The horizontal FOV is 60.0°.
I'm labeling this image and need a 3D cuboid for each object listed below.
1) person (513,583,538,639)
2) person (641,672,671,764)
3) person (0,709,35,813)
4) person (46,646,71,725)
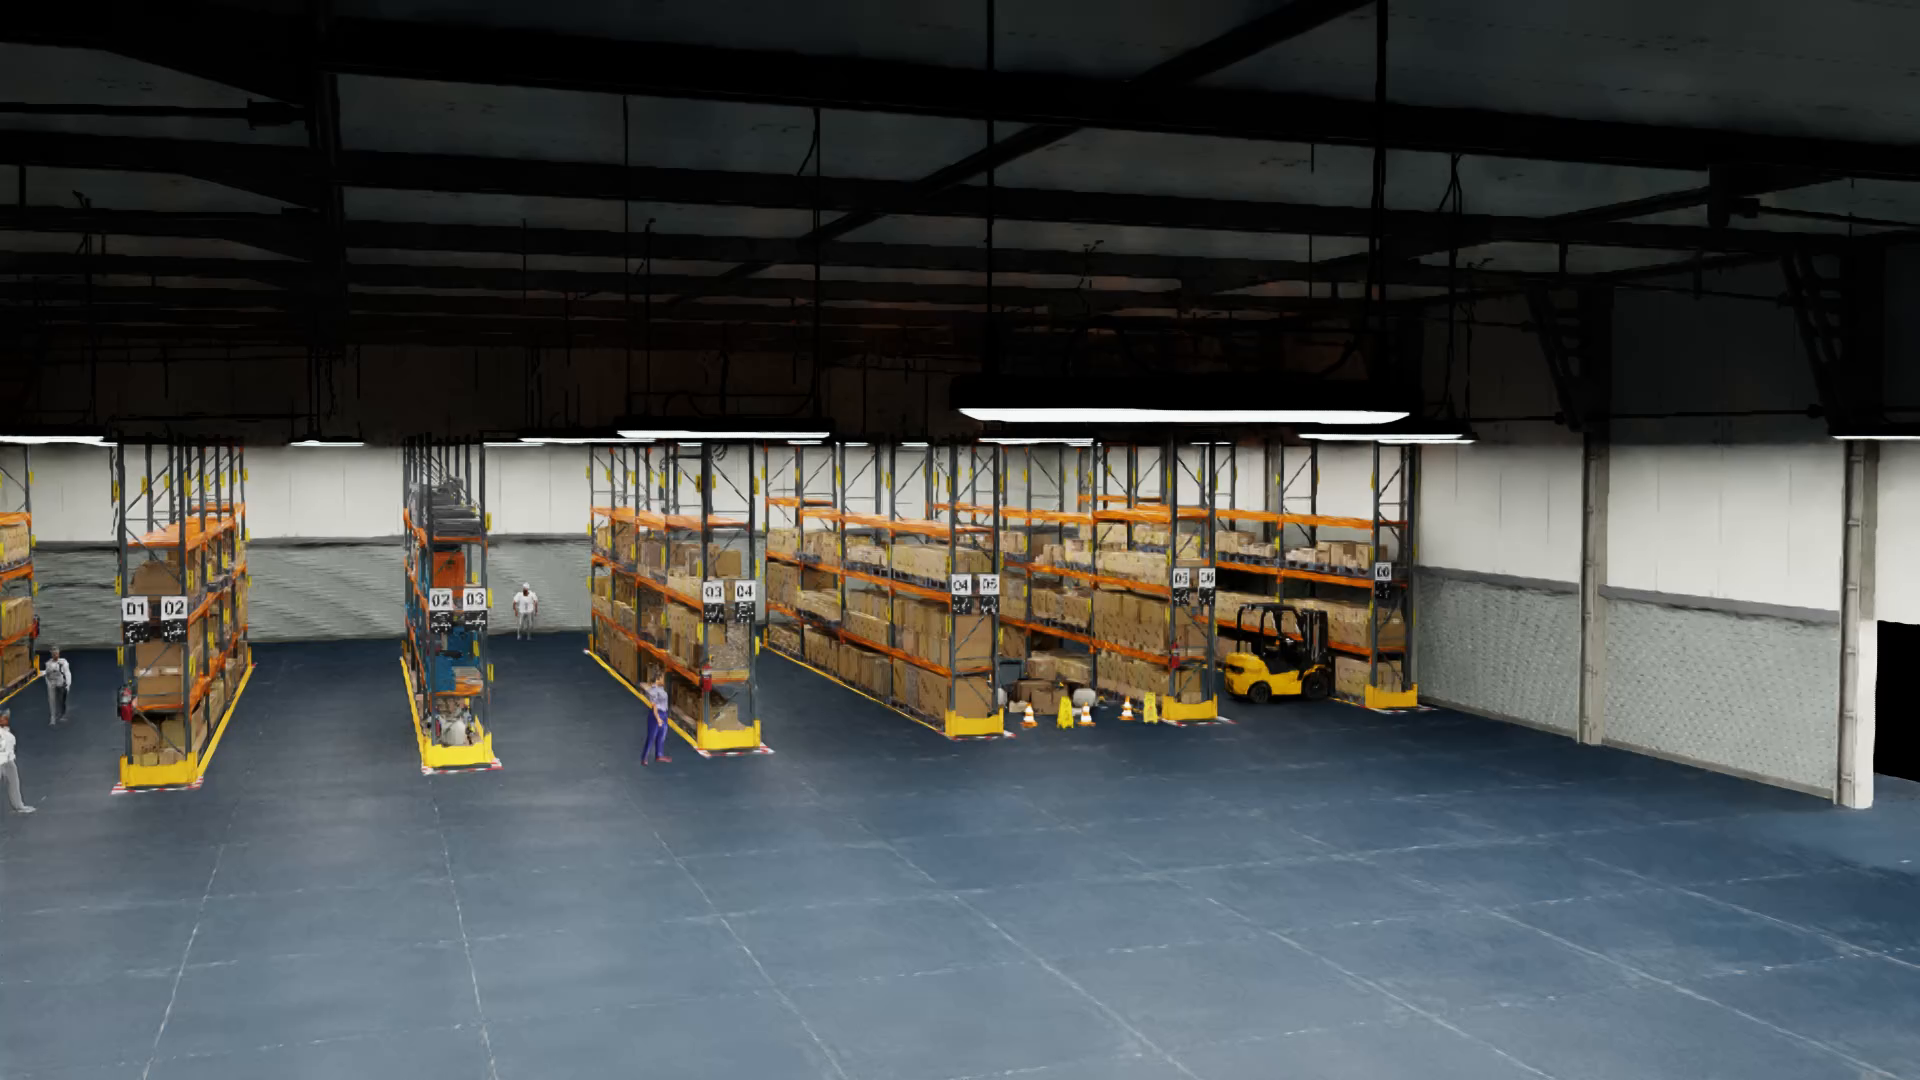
[{"bbox_3d":[-12.953,2.129,49.560,0.719,1.714,0.578,-1,3,-22],"label":"person"},{"bbox_3d":[-5.547,3.227,30.225,0.448,1.648,0.687,1,3,11],"label":"person"},{"bbox_3d":[-14.805,3.445,25.755,0.521,1.676,0.679,1,3,11],"label":"person"},{"bbox_3d":[-18.684,2.991,34.458,0.500,1.625,0.988,-1,3,-21],"label":"person"}]
